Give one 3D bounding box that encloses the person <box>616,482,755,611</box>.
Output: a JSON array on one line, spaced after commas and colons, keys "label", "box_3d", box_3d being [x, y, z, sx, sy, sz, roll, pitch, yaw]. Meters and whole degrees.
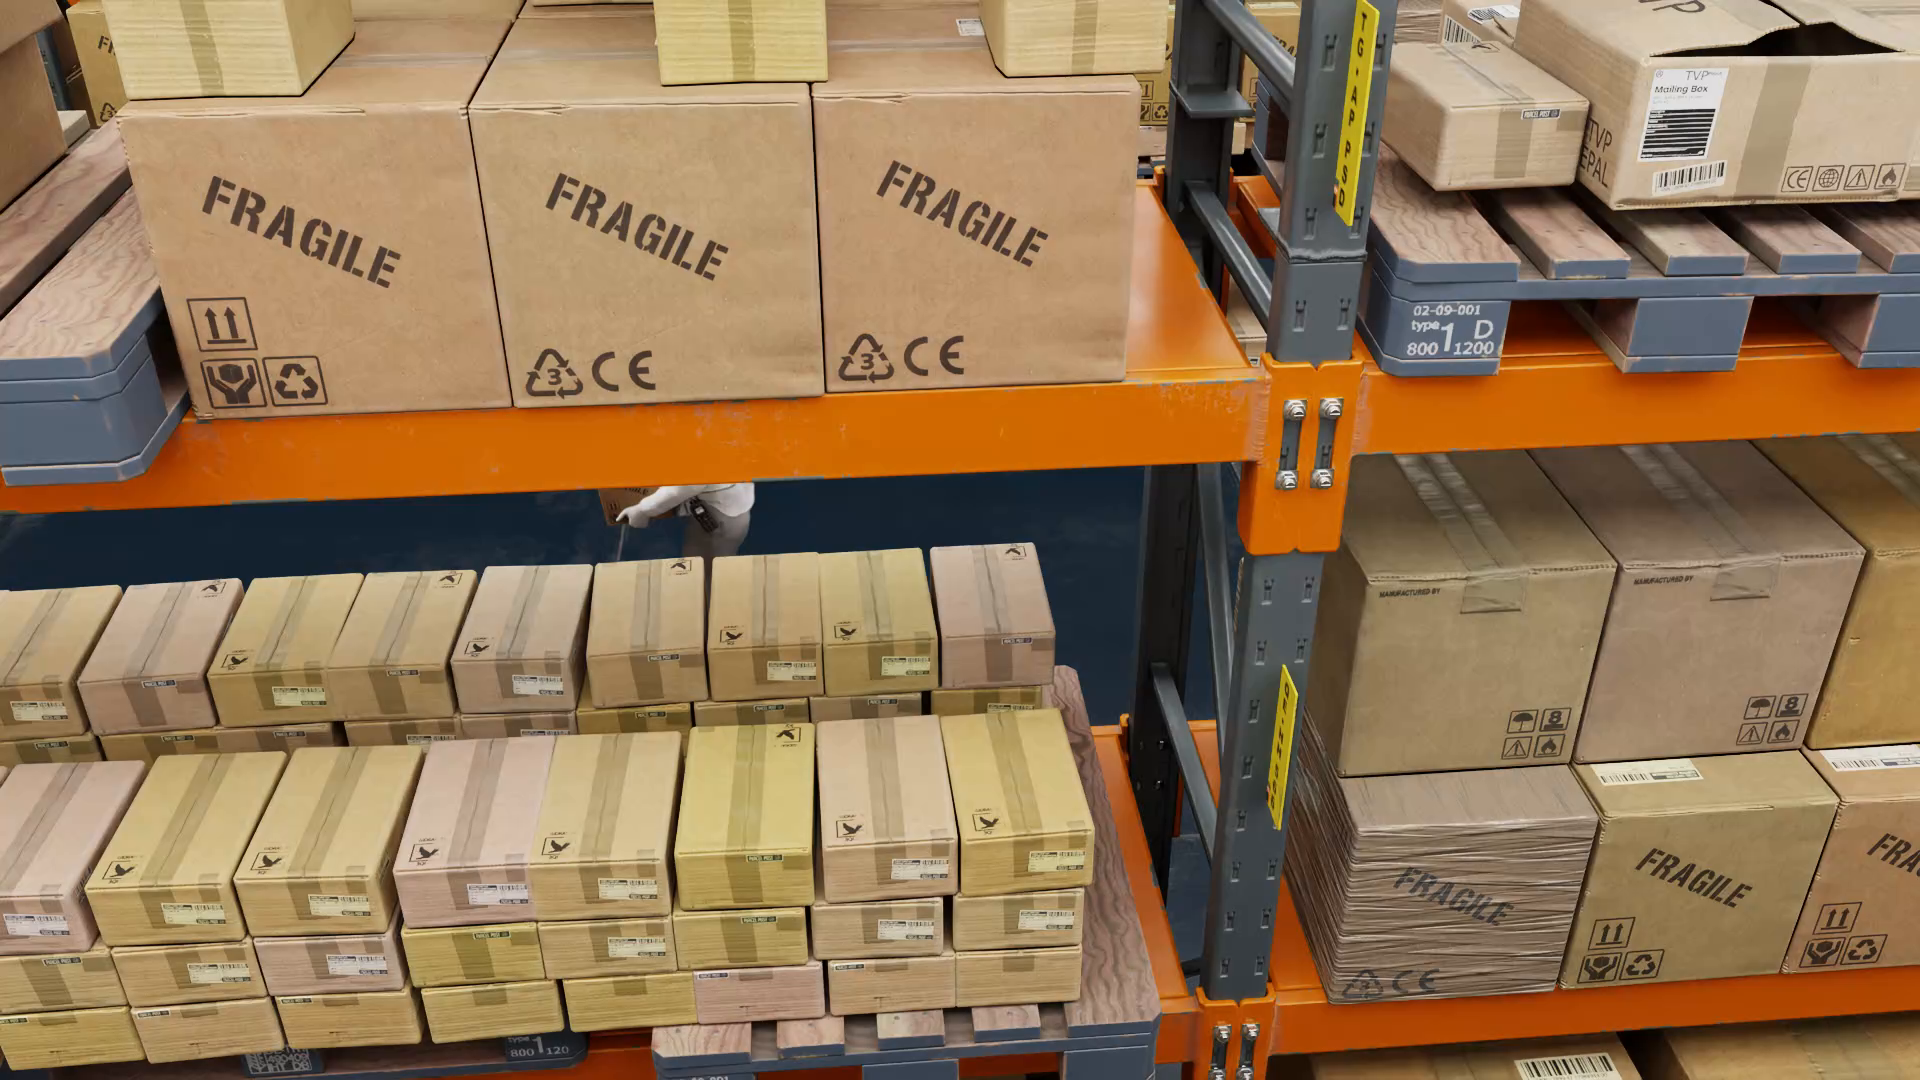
[{"label": "person", "box_3d": [-1.009, -0.105, 6.286, 0.540, 1.689, 0.460, -2, 31, -4]}]
